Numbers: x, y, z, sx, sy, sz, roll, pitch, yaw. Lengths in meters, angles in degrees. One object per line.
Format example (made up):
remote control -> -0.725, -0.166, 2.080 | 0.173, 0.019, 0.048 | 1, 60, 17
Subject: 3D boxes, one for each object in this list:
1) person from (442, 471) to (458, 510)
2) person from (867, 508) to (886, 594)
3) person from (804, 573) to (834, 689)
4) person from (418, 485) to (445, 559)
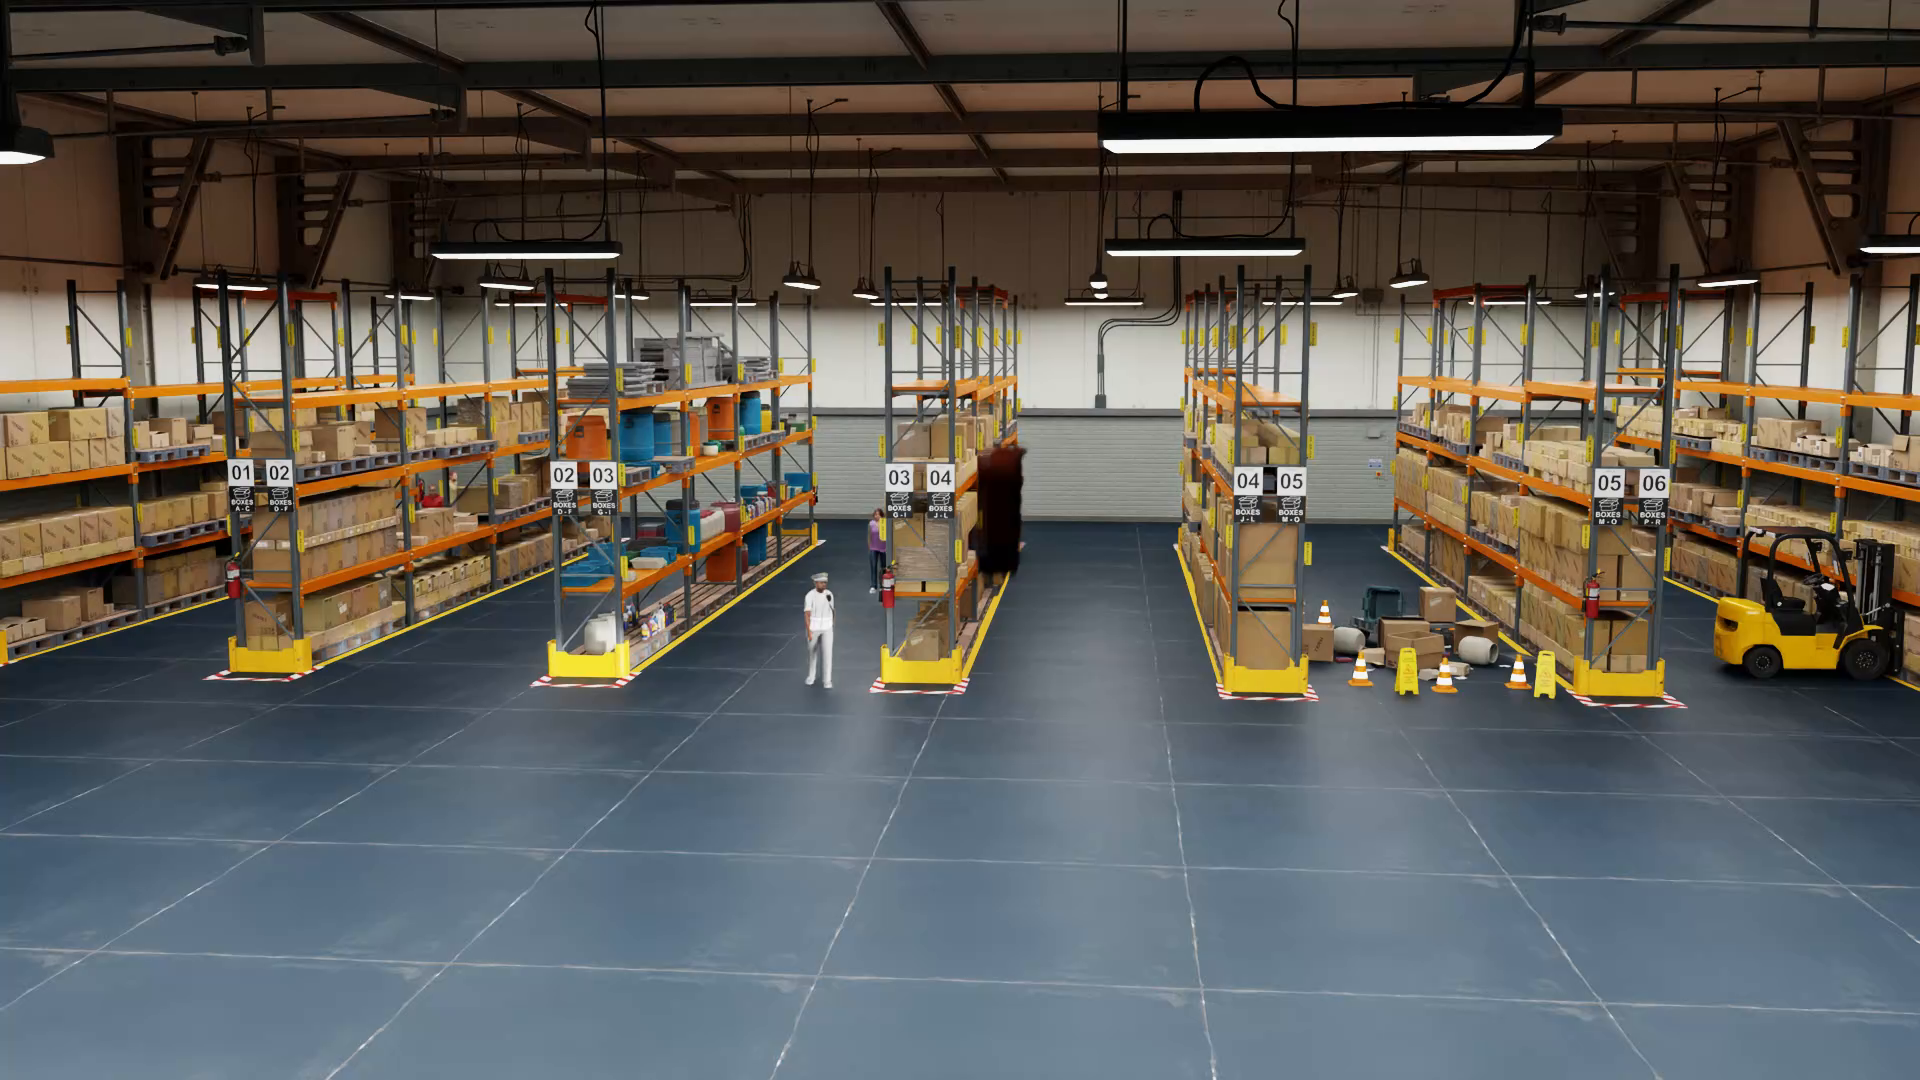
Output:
person -> -12.906, -0.967, 42.385 | 1.022, 1.593, 0.437 | 0, 7, 2
person -> -1.512, 0.180, 30.801 | 0.439, 1.548, 0.937 | 0, 7, 4
person -> -2.003, 1.286, 23.772 | 0.451, 1.656, 0.859 | -2, 7, -14
person -> -11.963, -0.421, 37.713 | 0.653, 1.658, 1.074 | 1, 7, 7
